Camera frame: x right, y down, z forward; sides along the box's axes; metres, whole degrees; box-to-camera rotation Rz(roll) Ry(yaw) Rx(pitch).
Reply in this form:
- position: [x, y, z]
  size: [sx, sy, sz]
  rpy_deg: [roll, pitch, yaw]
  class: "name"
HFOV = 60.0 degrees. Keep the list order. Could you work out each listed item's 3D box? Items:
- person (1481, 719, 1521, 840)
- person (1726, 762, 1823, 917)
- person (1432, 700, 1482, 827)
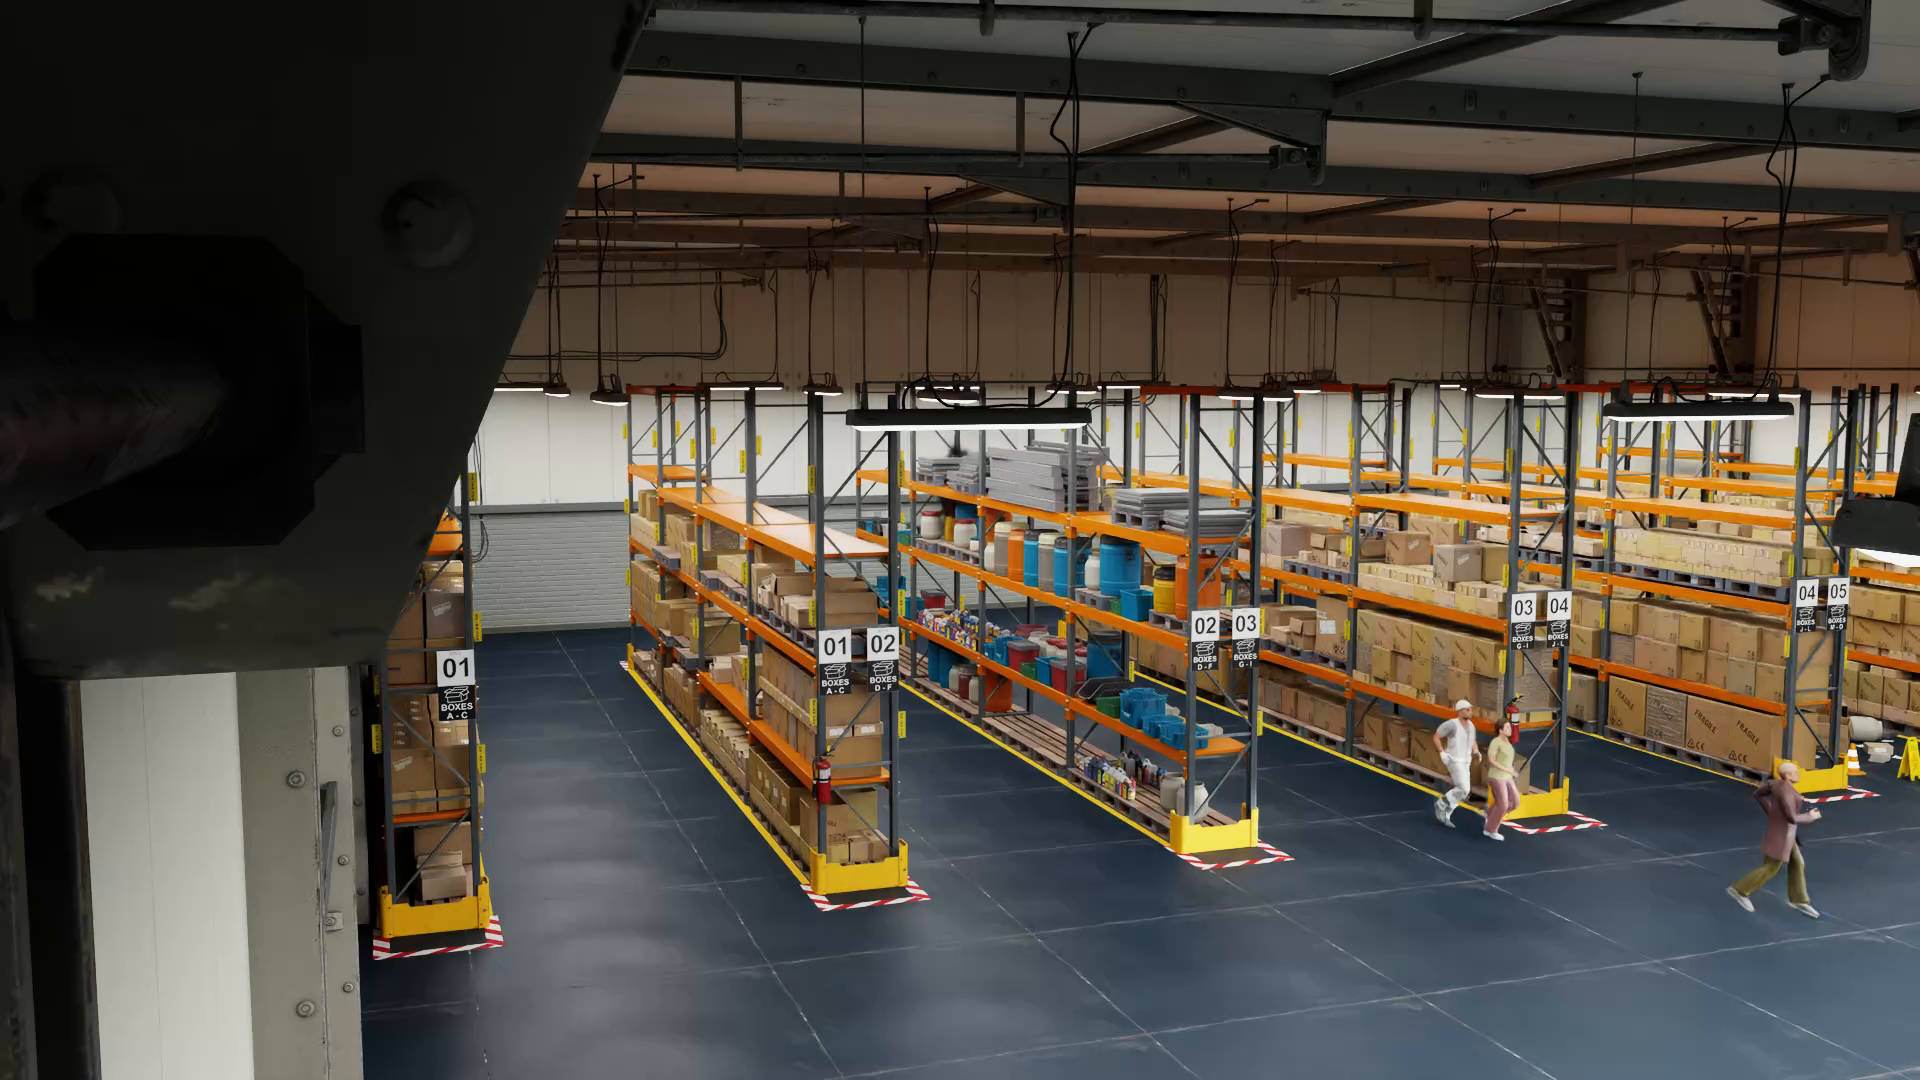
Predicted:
- position: [7.304, 3.217, 22.444]
  size: [0.566, 1.640, 0.616]
  rpy_deg: [5, 8, 42]
  class: "person"
- position: [9.442, 3.458, 19.256]
  size: [1.042, 1.816, 0.726]
  rpy_deg: [2, 6, 16]
  class: "person"
- position: [6.956, 3.096, 23.051]
  size: [0.658, 1.754, 0.557]
  rpy_deg: [-4, 7, -36]
  class: "person"
